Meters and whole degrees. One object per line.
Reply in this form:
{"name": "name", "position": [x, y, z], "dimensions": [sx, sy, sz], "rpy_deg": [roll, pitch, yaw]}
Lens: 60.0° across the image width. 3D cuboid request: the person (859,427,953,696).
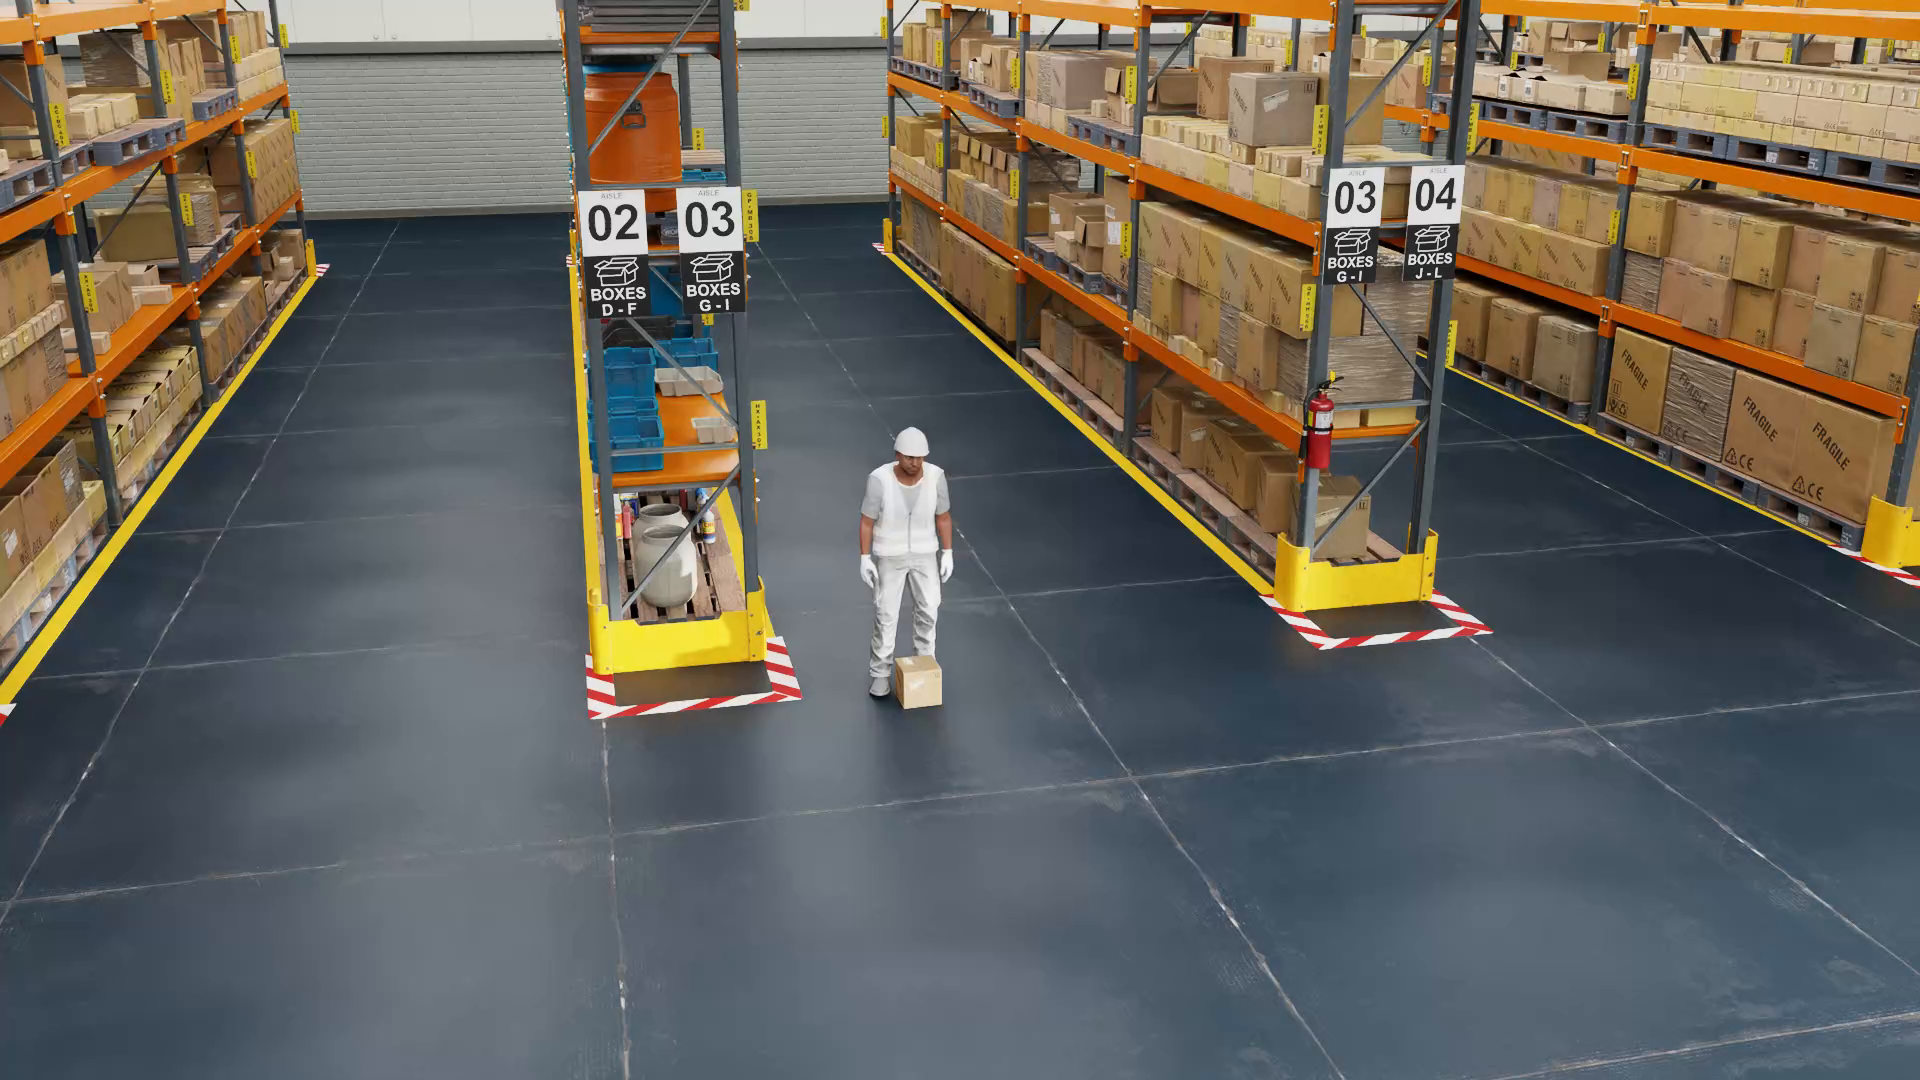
{"name": "person", "position": [-0.345, 0.123, 10.706], "dimensions": [0.614, 1.772, 0.449], "rpy_deg": [-5, 20, -13]}
